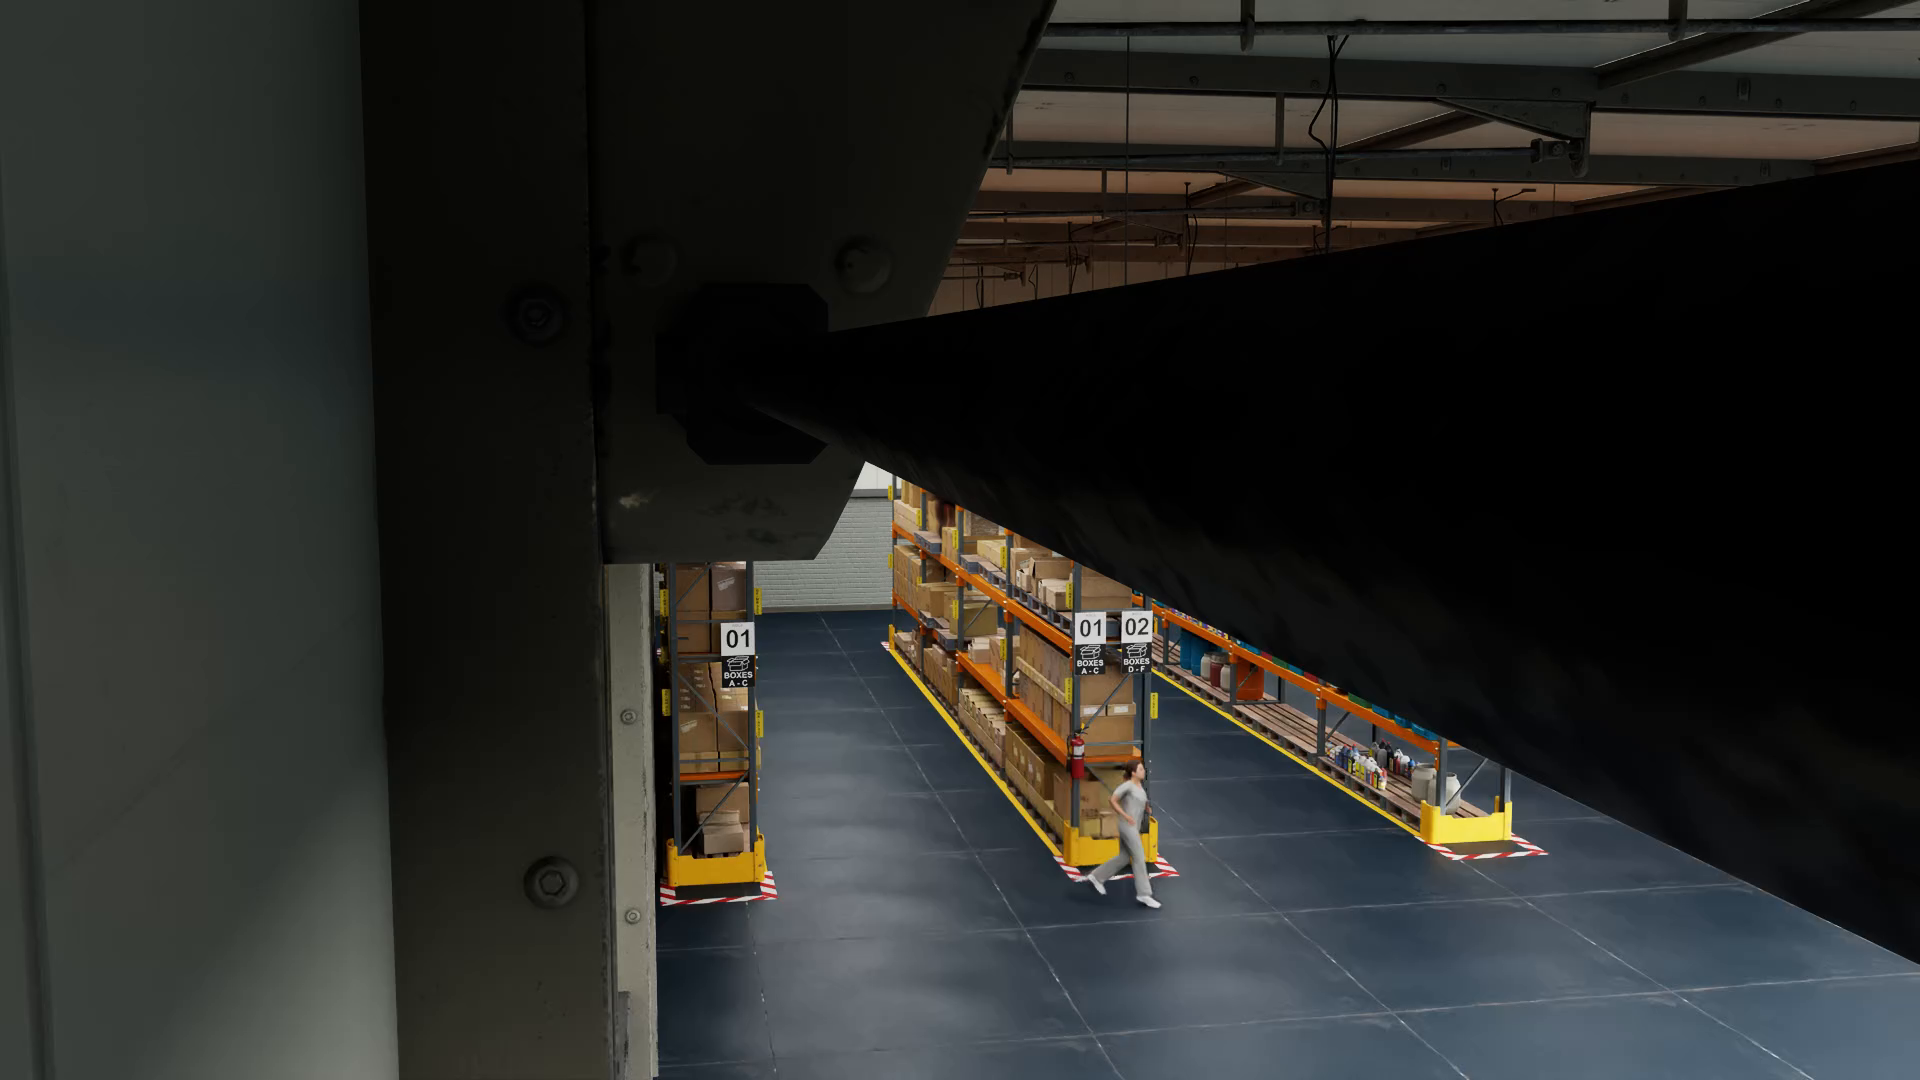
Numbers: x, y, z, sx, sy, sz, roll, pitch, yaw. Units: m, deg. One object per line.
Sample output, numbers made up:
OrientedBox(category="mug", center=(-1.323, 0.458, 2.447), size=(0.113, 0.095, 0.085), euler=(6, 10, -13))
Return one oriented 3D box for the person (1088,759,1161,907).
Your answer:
OrientedBox(category="person", center=(1.985, 3.406, 19.591), size=(0.912, 1.674, 0.588), euler=(3, 7, 23))
